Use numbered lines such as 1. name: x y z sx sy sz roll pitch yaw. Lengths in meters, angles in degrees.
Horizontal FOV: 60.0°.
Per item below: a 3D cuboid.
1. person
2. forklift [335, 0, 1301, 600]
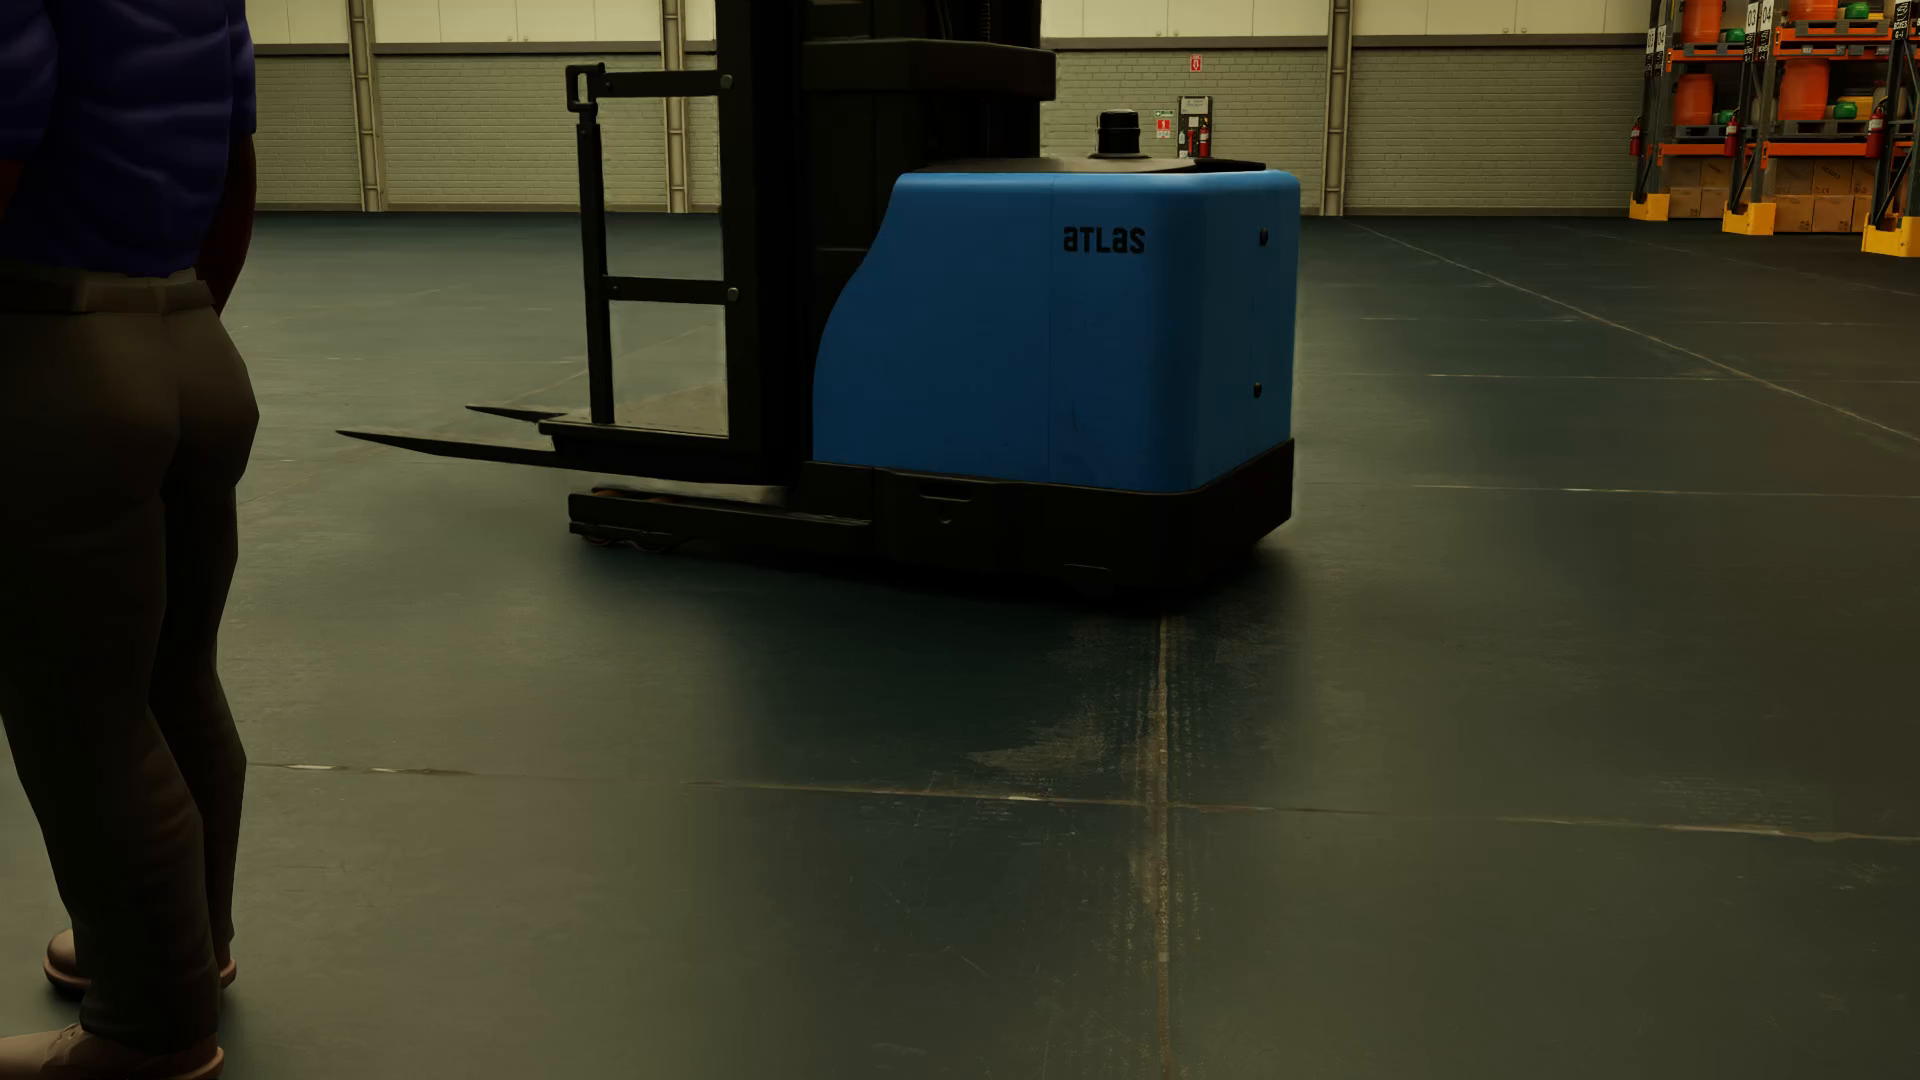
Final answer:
1. person: -1.060 -0.143 1.898 0.505 1.654 0.566 2 13 8
2. forklift: -0.574 -1.487 4.870 3.031 2.935 1.130 6 15 26
